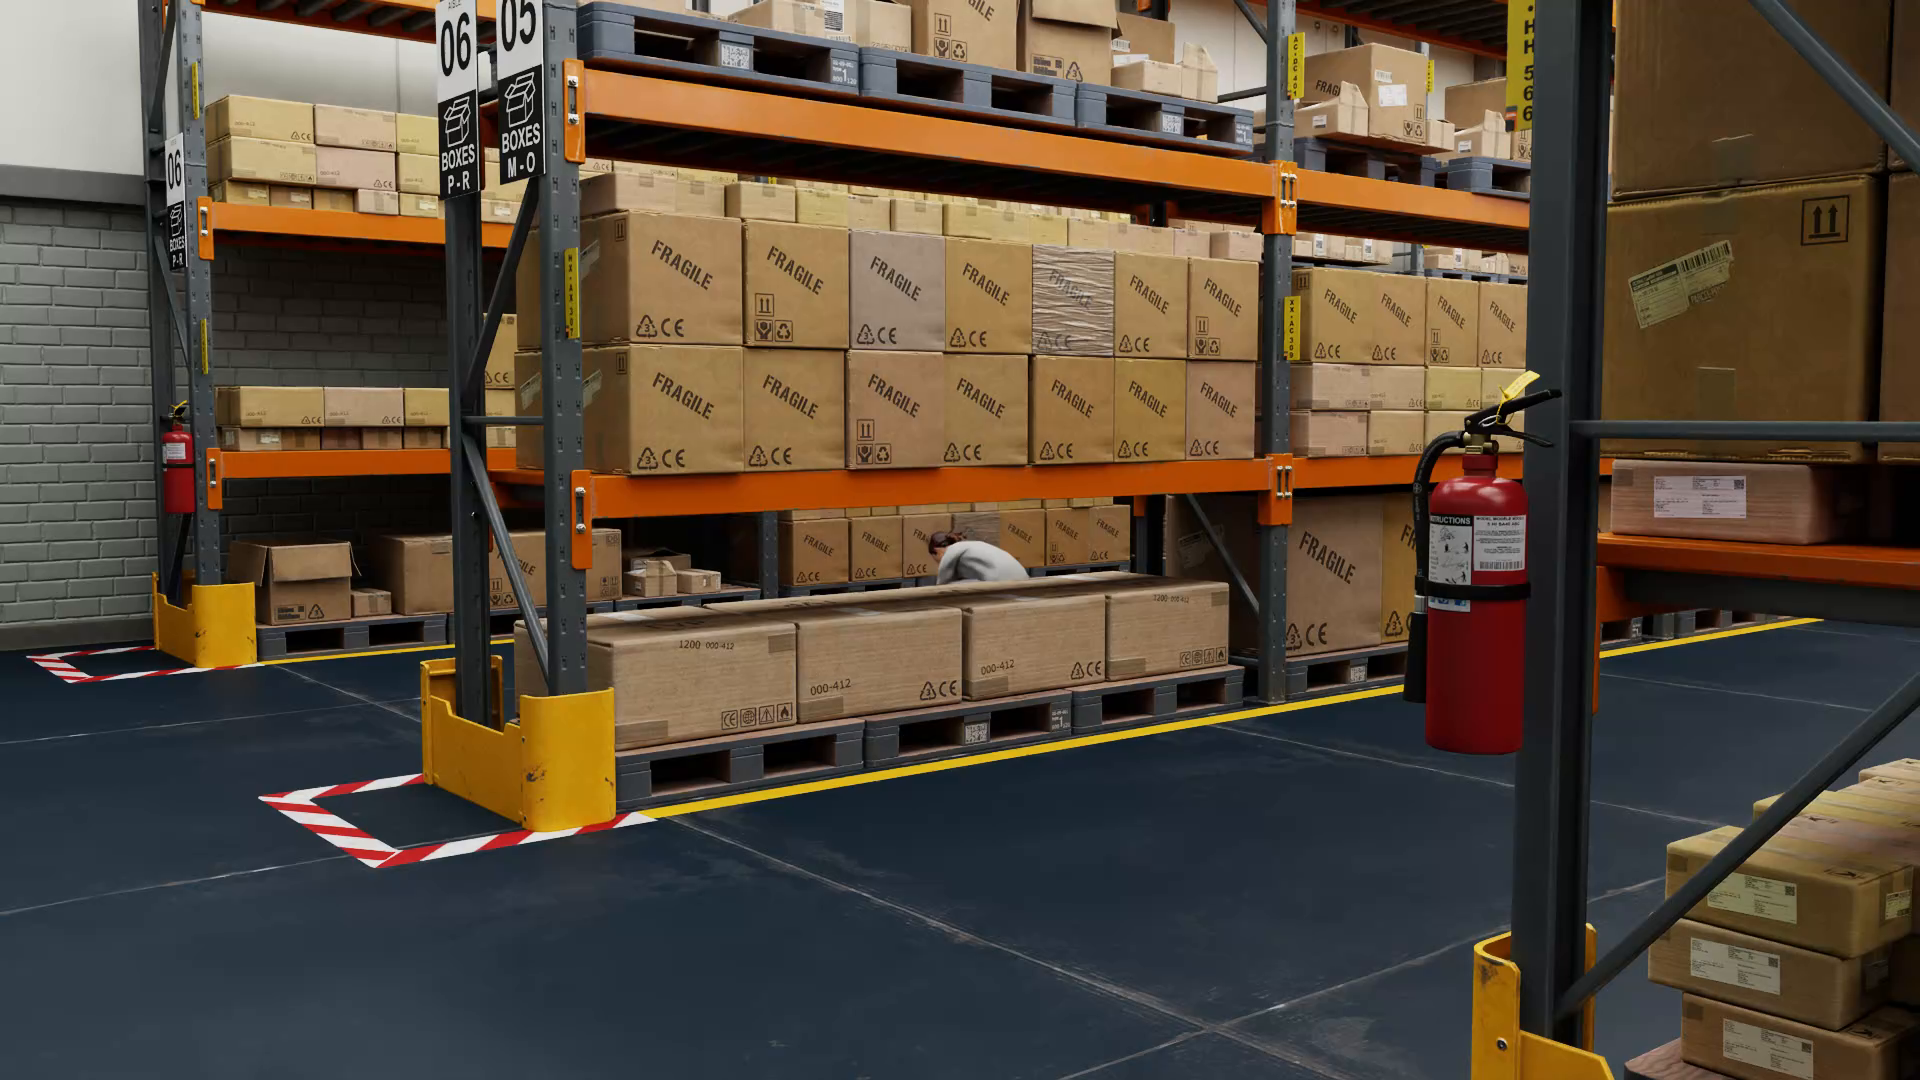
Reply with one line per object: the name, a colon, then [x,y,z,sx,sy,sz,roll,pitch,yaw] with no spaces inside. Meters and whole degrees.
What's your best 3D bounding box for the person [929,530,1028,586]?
person: [0.104,0.361,11.169,0.466,0.808,0.829,-4,6,-39]
